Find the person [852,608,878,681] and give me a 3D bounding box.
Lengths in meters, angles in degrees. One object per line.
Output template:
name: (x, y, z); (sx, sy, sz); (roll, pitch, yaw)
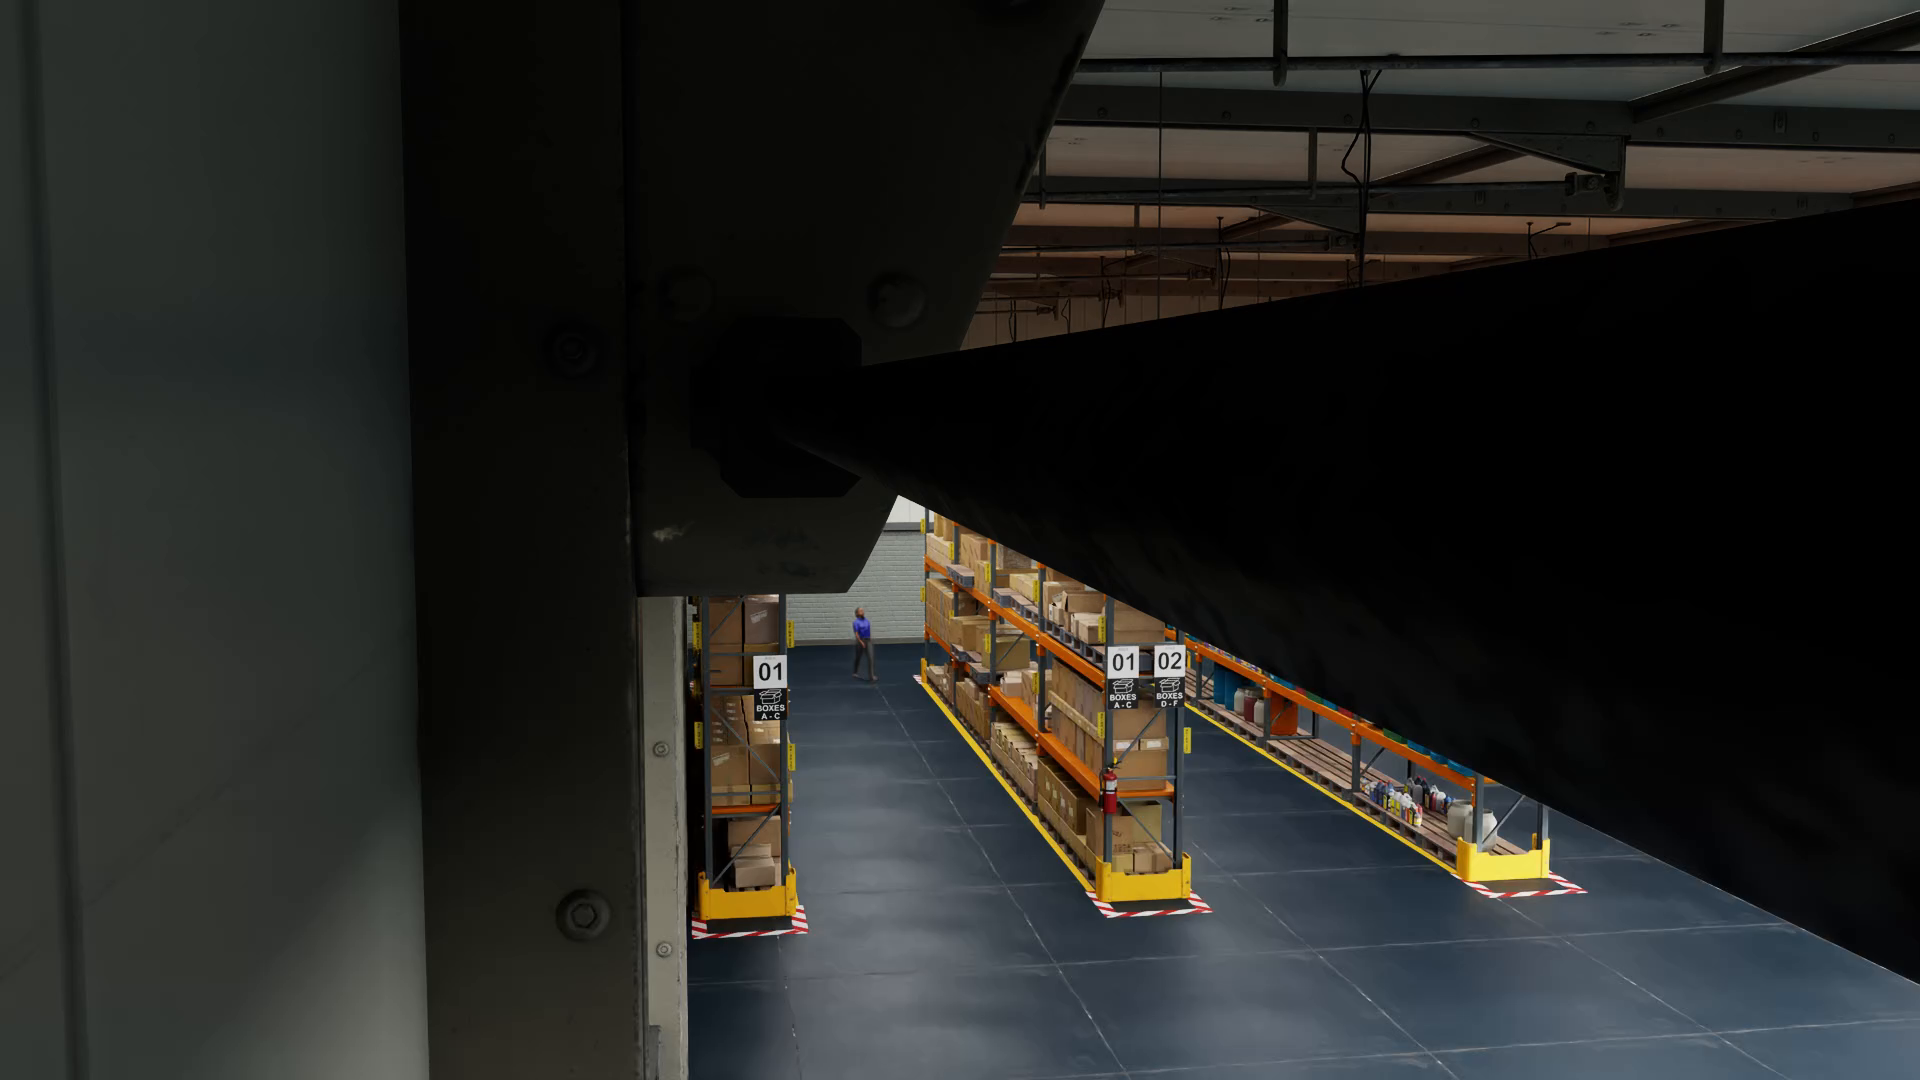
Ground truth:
person: (-2.134, 2.294, 36.669); (0.436, 1.576, 0.961); (-3, 6, -28)
